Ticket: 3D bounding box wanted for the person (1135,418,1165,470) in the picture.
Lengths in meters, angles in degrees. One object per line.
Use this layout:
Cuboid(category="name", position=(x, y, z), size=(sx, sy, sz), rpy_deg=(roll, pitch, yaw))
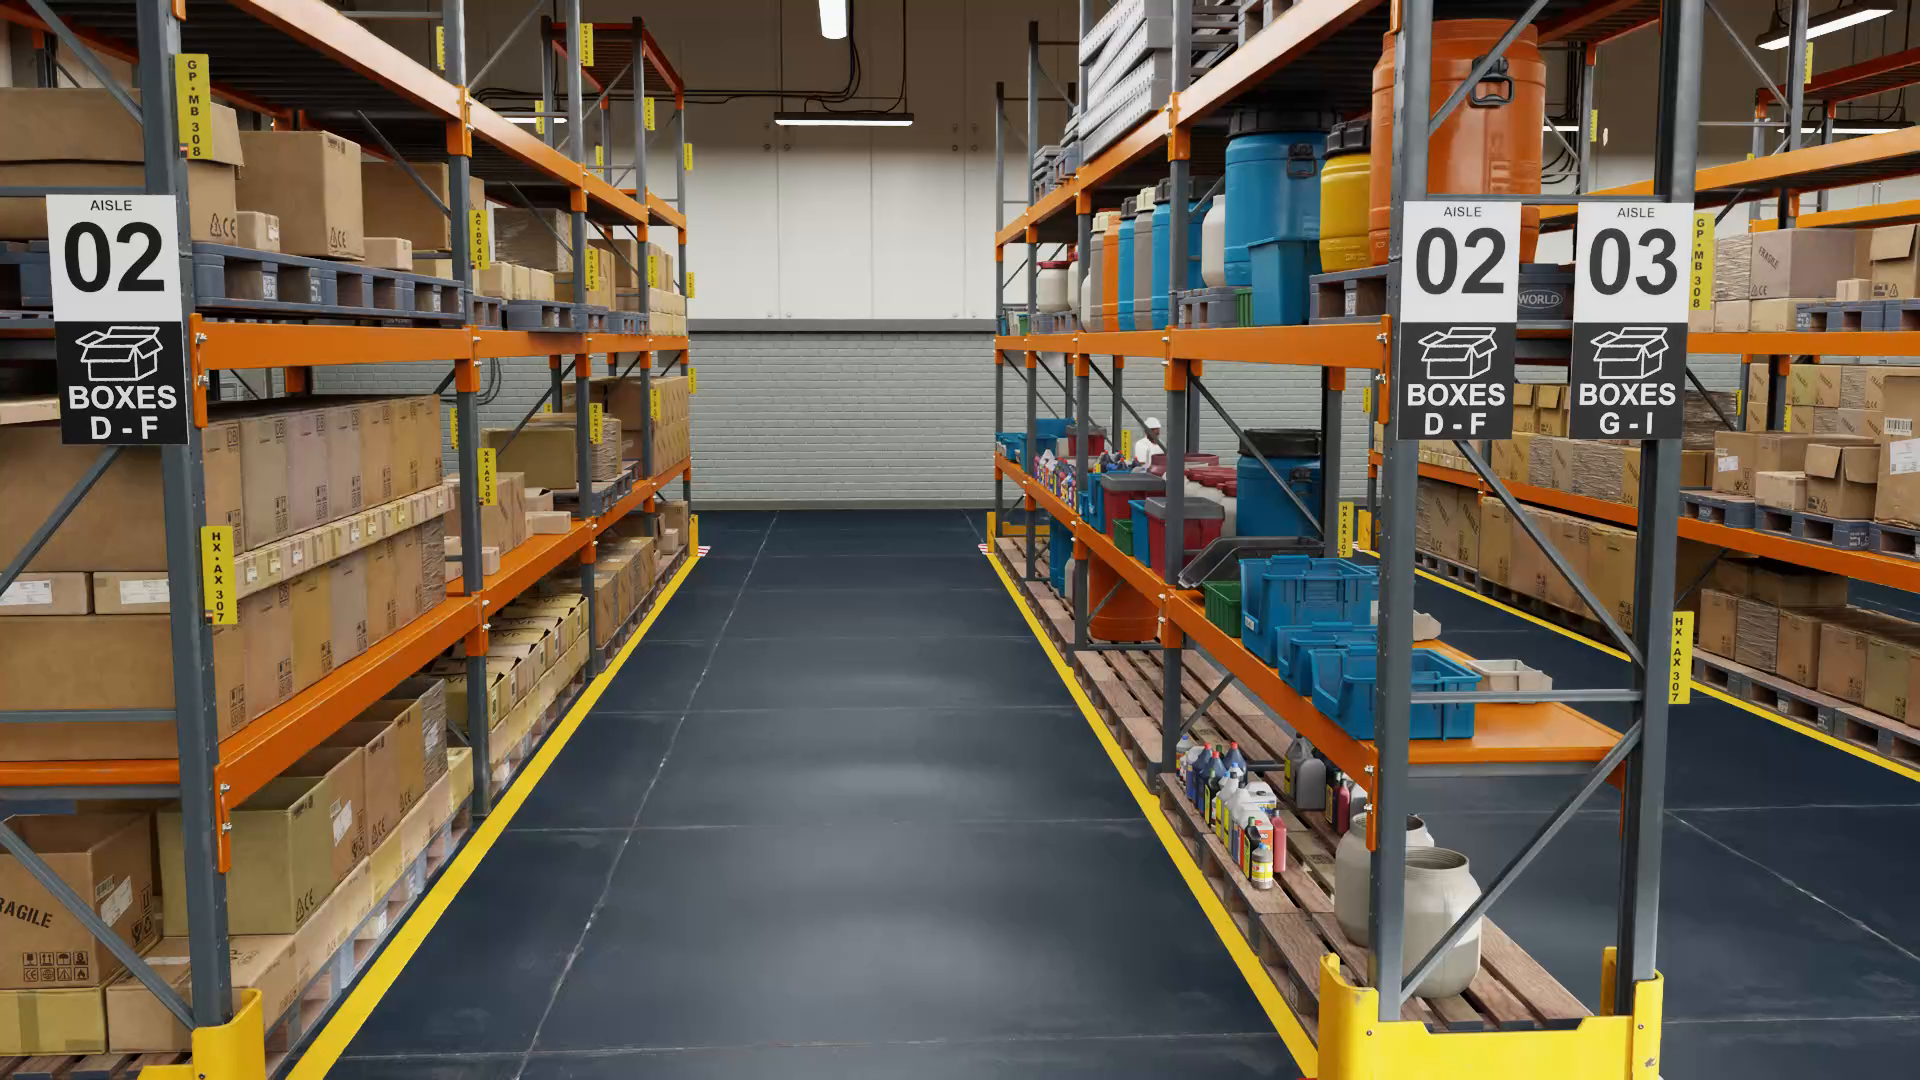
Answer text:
Cuboid(category="person", position=(2.552, -0.780, 22.276), size=(0.586, 1.724, 0.964), rpy_deg=(-6, 9, -39))
